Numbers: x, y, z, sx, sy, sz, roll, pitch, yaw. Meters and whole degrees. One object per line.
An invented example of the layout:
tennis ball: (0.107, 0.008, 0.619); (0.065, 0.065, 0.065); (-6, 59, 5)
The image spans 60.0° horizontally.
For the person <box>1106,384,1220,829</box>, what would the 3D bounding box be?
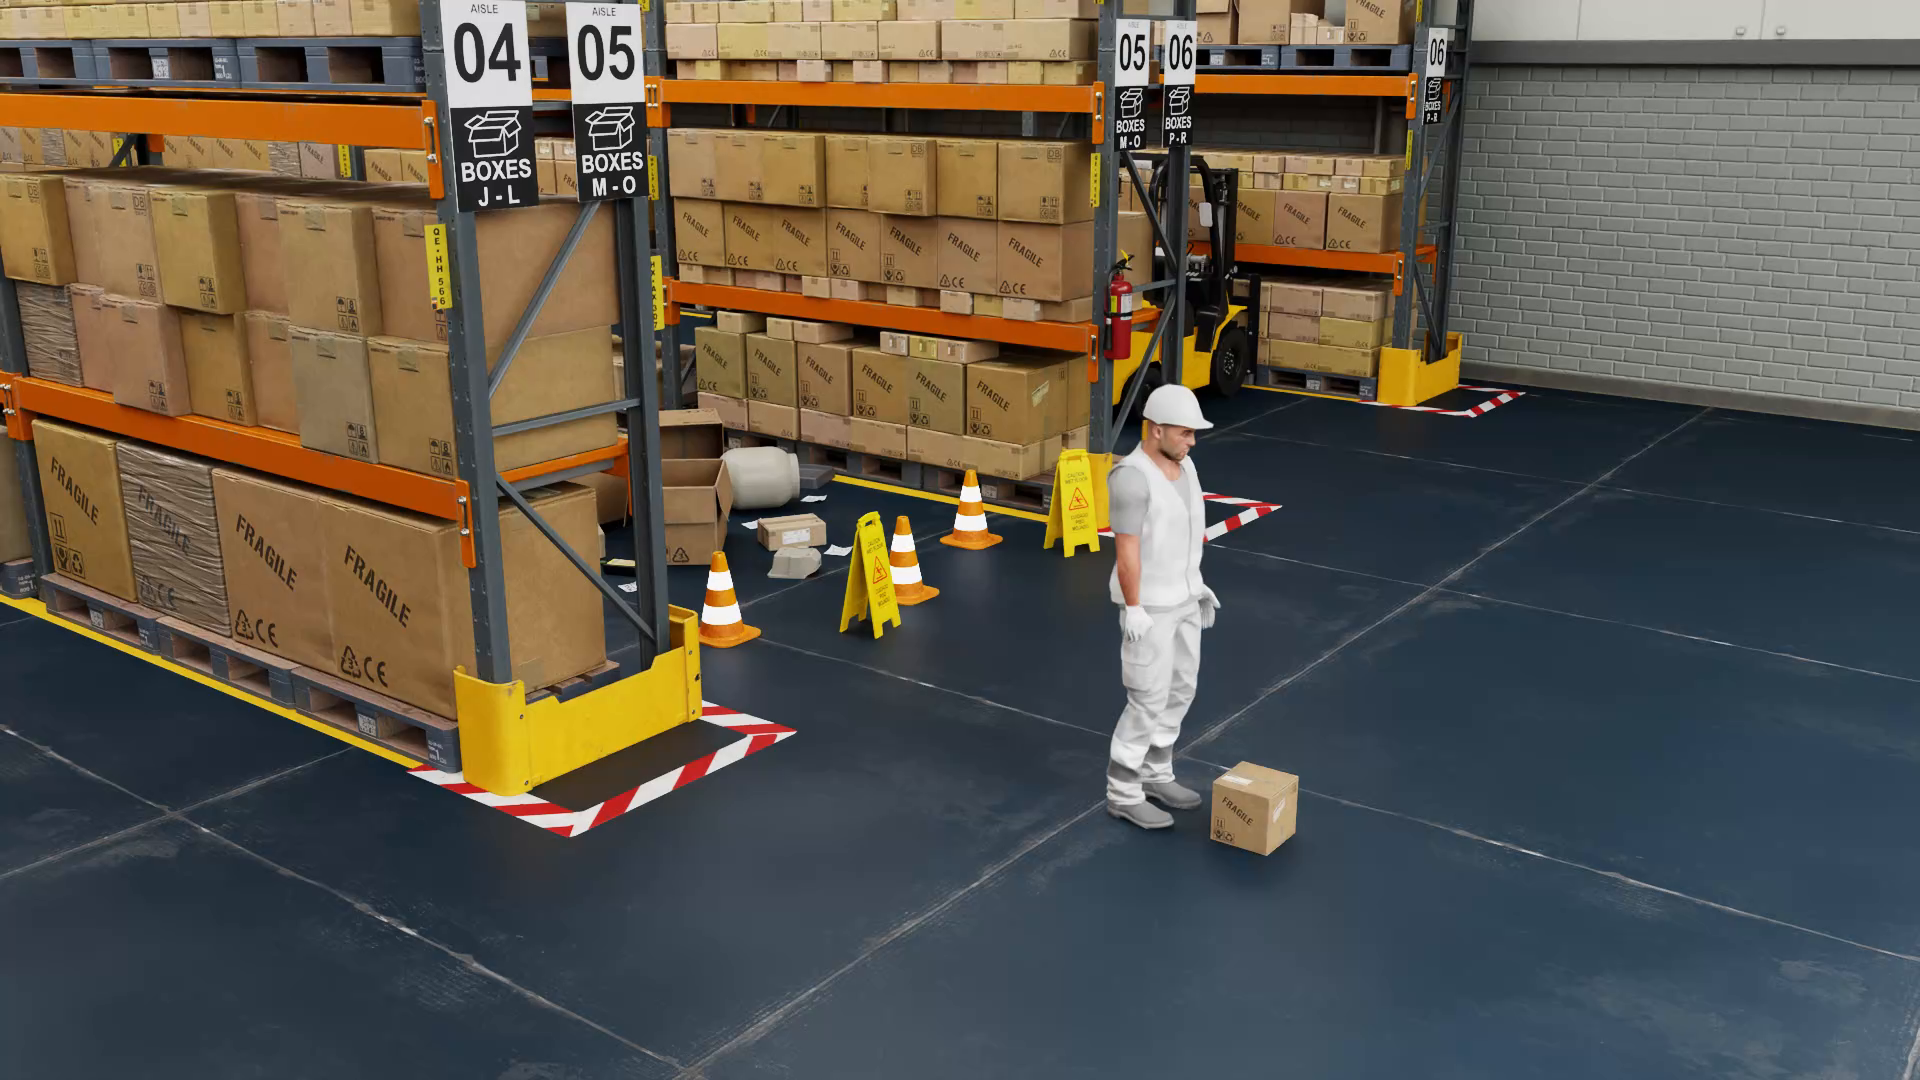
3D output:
person: (0.805, 0.254, 6.653); (0.357, 1.779, 0.529); (12, 20, 36)
